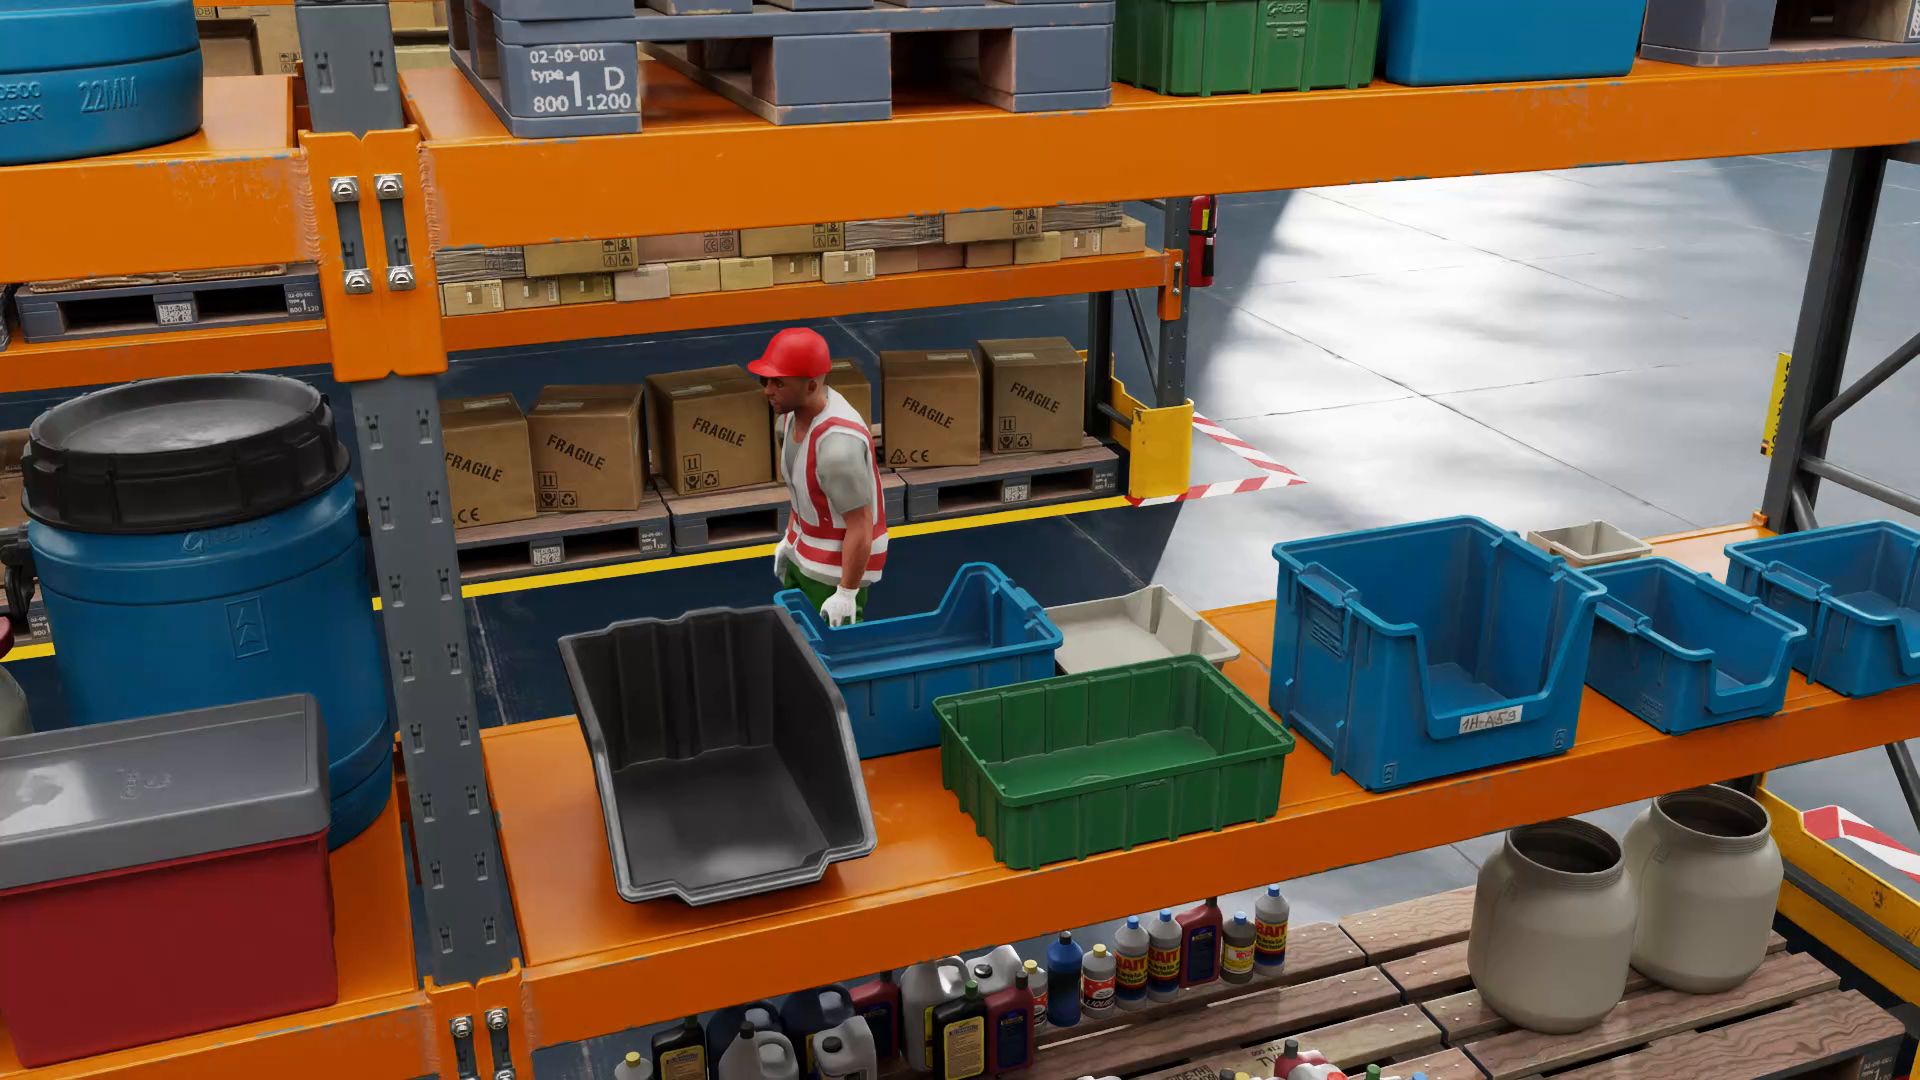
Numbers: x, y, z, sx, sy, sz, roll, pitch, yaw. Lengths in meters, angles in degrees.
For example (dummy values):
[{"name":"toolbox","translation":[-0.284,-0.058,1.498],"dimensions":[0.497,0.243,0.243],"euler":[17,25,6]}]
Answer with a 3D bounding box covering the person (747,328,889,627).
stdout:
[{"name":"person","translation":[-0.495,0.113,5.798],"dimensions":[0.451,1.778,0.612],"euler":[-10,24,-22]}]
